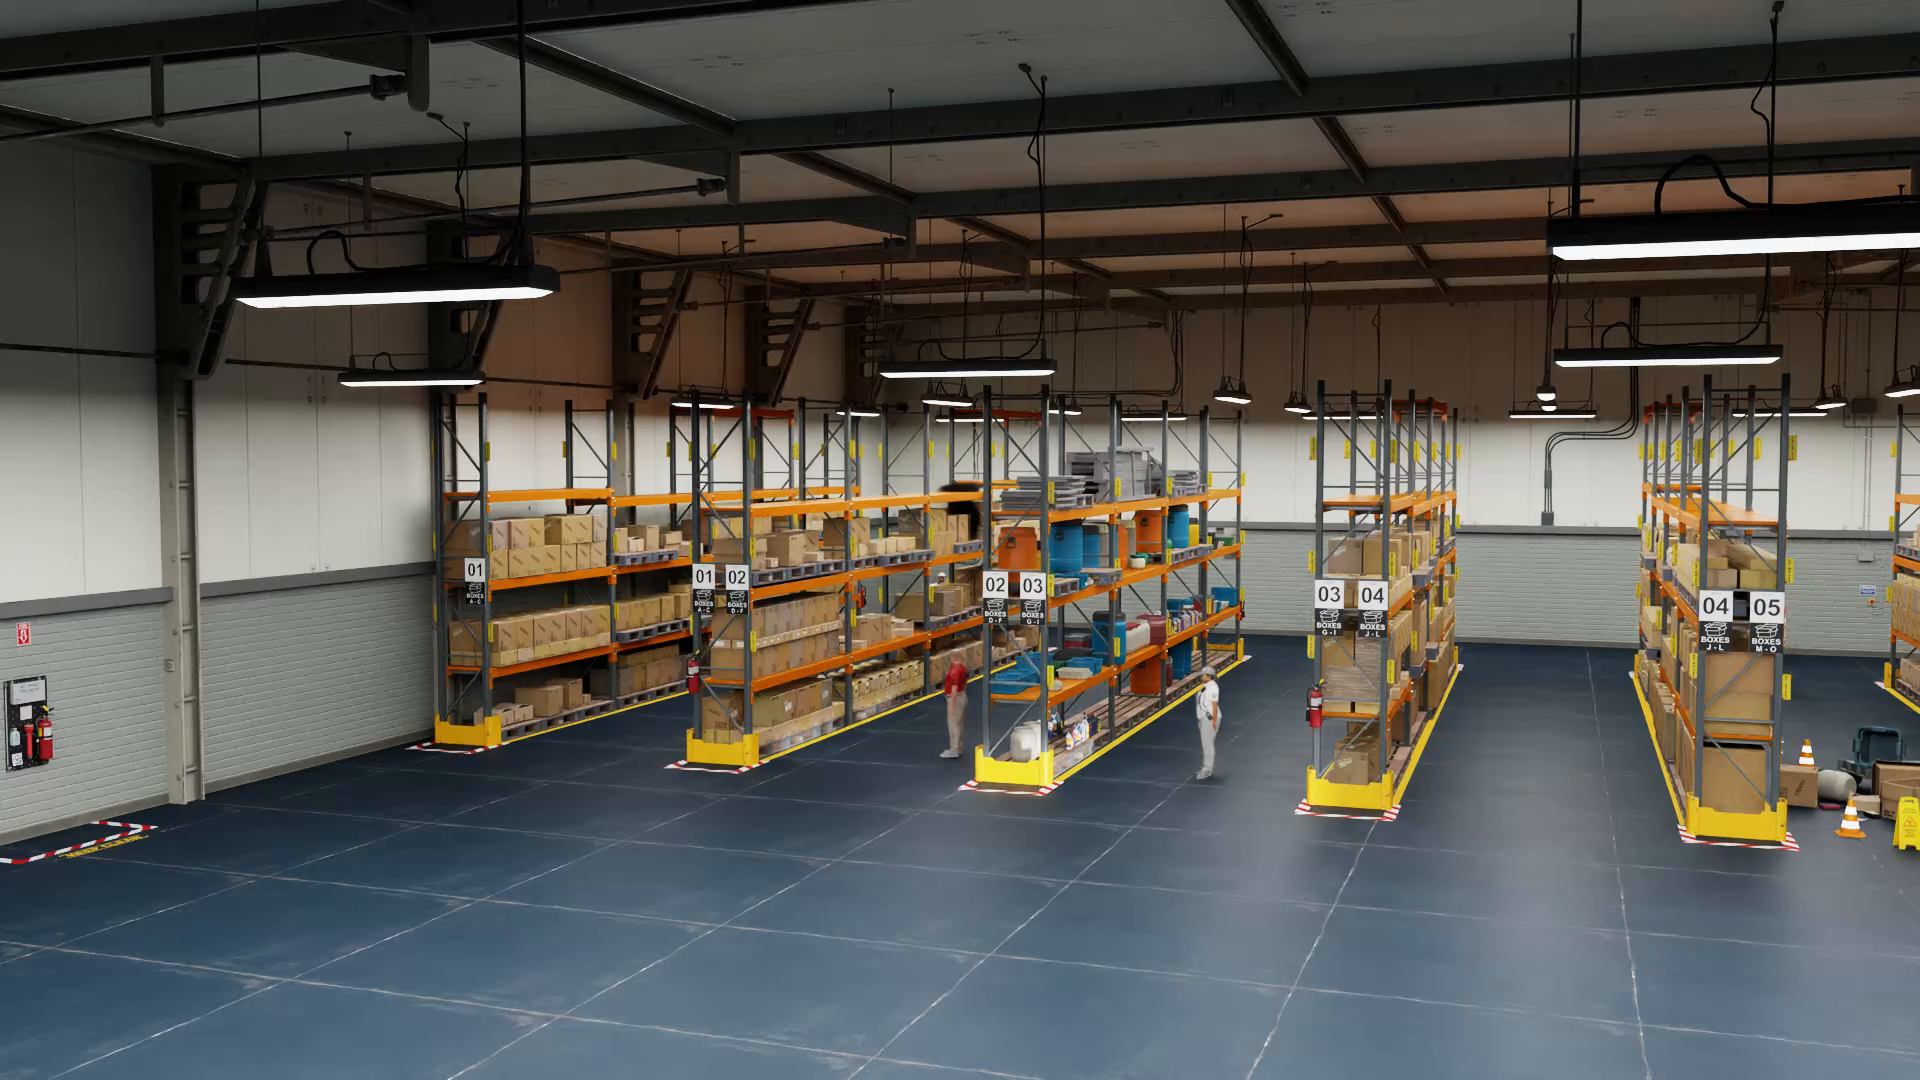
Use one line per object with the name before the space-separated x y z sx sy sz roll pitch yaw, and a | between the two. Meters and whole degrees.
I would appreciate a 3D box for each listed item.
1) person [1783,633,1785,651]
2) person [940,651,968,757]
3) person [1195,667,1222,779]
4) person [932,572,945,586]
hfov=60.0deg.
person | 17.164 2.234 35.231 0.667 1.803 0.540 0 3 -5
person | -0.088 2.679 27.289 0.418 1.733 0.579 1 3 16
person | 3.816 2.806 25.687 0.452 1.682 0.620 0 3 -2
person | -0.568 1.735 44.763 0.677 1.738 0.595 1 3 24
